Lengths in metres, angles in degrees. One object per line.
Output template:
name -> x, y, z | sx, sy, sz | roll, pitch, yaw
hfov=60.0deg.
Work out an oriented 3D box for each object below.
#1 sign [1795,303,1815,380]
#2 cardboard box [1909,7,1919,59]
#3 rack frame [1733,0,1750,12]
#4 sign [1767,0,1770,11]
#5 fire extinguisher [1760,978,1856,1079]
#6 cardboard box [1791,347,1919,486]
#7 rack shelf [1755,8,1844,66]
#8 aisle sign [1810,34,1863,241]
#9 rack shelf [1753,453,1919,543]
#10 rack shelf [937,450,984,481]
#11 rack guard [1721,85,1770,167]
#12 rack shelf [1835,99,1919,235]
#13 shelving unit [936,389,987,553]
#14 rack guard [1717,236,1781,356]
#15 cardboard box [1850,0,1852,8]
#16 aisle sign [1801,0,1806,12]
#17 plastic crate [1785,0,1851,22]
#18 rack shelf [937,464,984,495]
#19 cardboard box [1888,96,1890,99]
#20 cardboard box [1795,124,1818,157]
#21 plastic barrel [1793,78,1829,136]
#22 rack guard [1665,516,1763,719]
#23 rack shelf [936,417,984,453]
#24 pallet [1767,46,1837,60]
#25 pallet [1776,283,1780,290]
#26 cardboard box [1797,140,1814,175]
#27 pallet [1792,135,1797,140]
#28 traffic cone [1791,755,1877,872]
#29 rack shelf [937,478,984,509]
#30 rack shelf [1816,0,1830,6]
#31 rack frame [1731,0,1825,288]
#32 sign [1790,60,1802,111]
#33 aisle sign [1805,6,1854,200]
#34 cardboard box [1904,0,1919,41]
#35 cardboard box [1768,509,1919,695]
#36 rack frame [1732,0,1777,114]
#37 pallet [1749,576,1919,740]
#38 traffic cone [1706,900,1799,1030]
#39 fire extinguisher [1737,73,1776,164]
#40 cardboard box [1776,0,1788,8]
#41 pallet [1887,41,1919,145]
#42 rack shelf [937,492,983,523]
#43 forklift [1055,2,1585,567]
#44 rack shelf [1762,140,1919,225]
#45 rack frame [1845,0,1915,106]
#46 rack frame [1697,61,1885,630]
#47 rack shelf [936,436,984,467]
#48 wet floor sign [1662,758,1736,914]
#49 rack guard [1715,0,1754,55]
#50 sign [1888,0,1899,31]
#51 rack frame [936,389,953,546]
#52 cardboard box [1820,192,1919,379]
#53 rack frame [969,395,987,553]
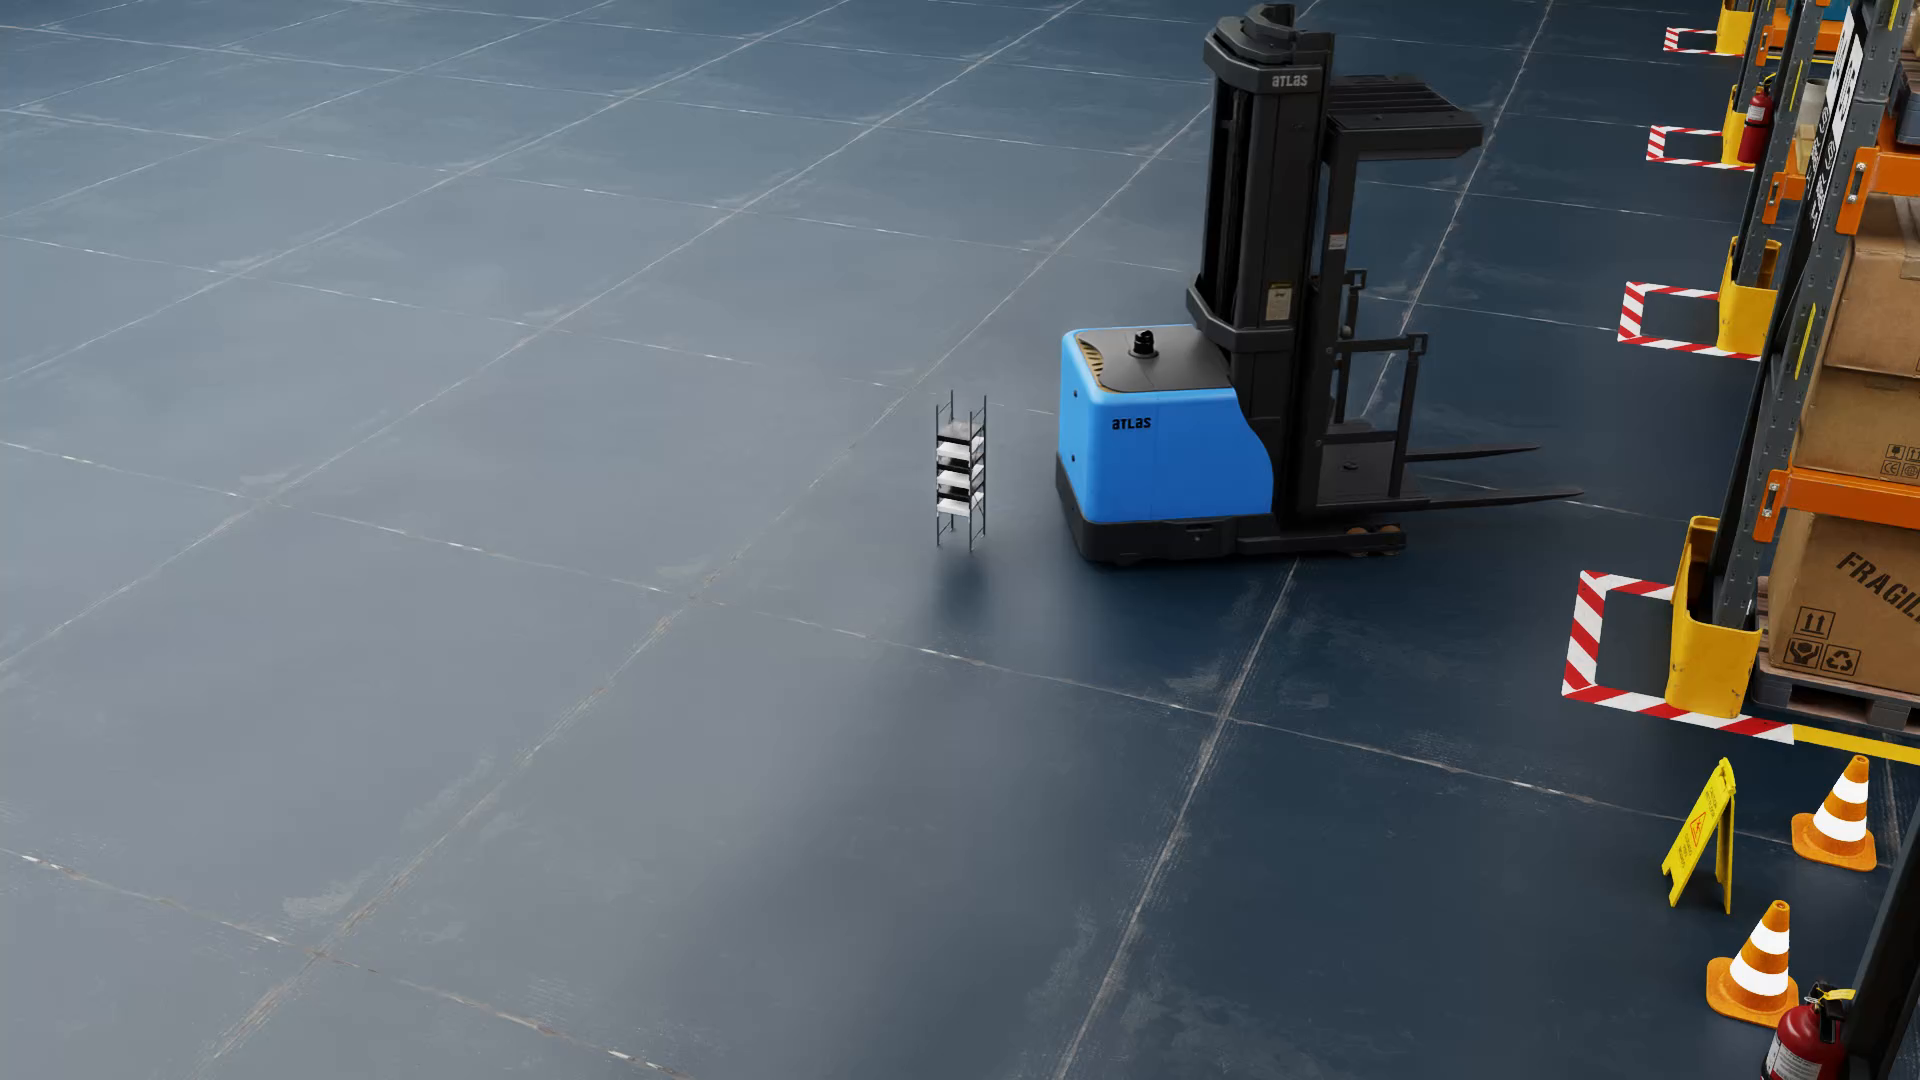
sign -> 3.698, -0.867, 7.276 | 0.005, 0.325, 0.100 | 11, 31, 19
cardboard box -> 4.348, -2.224, 7.314 | 0.250, 0.149, 0.380 | 11, 31, 19
rack frame -> 9.598, -7.467, 19.912 | 0.127, 3.000, 1.000 | 11, 31, 19
sign -> 7.522, -5.080, 15.407 | 0.005, 0.325, 0.100 | 11, 31, 19
fire extinguisher -> 2.212, 1.370, 4.356 | 0.183, 0.674, 0.296 | 11, 31, 19
cardboard box -> 4.273, -0.725, 7.832 | 0.550, 0.550, 0.875 | 11, 31, 19
rack shelf -> 9.586, -4.526, 15.440 | 4.000, 0.370, 1.077 | 11, 31, 19
aisle sign -> 3.734, -1.716, 7.095 | 0.004, 0.787, 0.394 | 11, 31, 19
rack shelf -> 5.765, -0.025, 7.476 | 4.000, 0.370, 1.077 | 11, 31, 19
rack shelf -> 0.008, -0.440, 9.498 | 0.200, 0.077, 0.258 | 11, 31, 19
rack guard -> 7.821, -4.128, 16.546 | 0.348, 0.500, 1.175 | 11, 31, 19
rack shelf -> 5.765, -1.331, 6.738 | 4.000, 0.370, 1.077 | 11, 31, 19
shelving unit -> 0.008, -0.390, 9.526 | 0.210, 0.900, 0.258 | 11, 31, 19
rack guard -> 5.941, -1.848, 12.512 | 0.348, 0.500, 1.175 | 11, 31, 19
cardboard box -> 6.473, -3.570, 11.598 | 0.500, 0.500, 0.500 | 11, 31, 19
aisle sign -> 5.700, -3.957, 11.061 | 0.004, 0.787, 0.394 | 11, 31, 19
plastic crate -> 8.309, -5.188, 16.032 | 0.616, 0.251, 0.499 | 11, 31, 19
rack shelf -> 0.008, -0.361, 9.542 | 0.200, 0.077, 0.258 | 11, 31, 19
cardboard box -> 6.370, -3.009, 11.622 | 0.500, 0.500, 0.875 | 11, 31, 19
cardboard box -> 6.212, -2.883, 12.057 | 0.250, 0.149, 0.380 | 11, 31, 19
plastic barrel -> 8.371, -4.222, 16.273 | 0.421, 0.512, 0.421 | 0, 29, 0
rack guard -> 3.890, 0.376, 8.577 | 0.348, 0.500, 1.175 | 11, 31, 19
rack shelf -> 0.008, -0.596, 9.409 | 0.200, 0.077, 0.258 | 11, 31, 19
pallet -> 10.323, -6.131, 20.382 | 1.213, 0.211, 1.003 | 11, 31, 19
pallet -> 6.680, -1.556, 12.289 | 1.213, 0.211, 1.003 | 11, 31, 19
cardboard box -> 6.045, -2.680, 11.698 | 0.250, 0.149, 0.380 | 11, 31, 19
pallet -> 8.572, -3.850, 16.347 | 1.213, 0.211, 1.003 | 11, 31, 19
traffic cone -> 3.870, 1.142, 7.259 | 0.334, 0.463, 0.336 | 11, 31, 19
rack shelf -> 0.008, -0.283, 9.587 | 0.200, 0.077, 0.258 | 11, 31, 19
rack shelf -> 7.724, -3.573, 10.706 | 4.000, 0.370, 1.077 | 11, 31, 19
rack frame -> 5.870, -2.951, 11.922 | 0.127, 3.000, 1.000 | 11, 31, 19
sign -> 5.667, -3.080, 11.271 | 0.005, 0.325, 0.100 | 11, 31, 19
aisle sign -> 3.959, -1.989, 7.579 | 0.004, 0.787, 0.394 | 11, 31, 19
cardboard box -> 6.278, -3.333, 11.178 | 0.500, 0.500, 0.500 | 11, 31, 19
cardboard box -> 4.565, 0.130, 8.205 | 0.875, 0.875, 0.875 | 11, 31, 19
rack frame -> 7.733, -5.209, 15.918 | 0.127, 3.000, 1.000 | 11, 31, 19
pallet -> 4.682, 0.618, 8.442 | 1.213, 0.211, 1.003 | 11, 31, 19
traffic cone -> 3.130, 1.595, 6.459 | 0.334, 0.463, 0.336 | 11, 31, 19
fire extinguisher -> 5.938, -3.148, 12.350 | 0.183, 0.674, 0.296 | 11, 31, 19
cardboard box -> 10.207, -6.816, 20.365 | 0.500, 0.500, 0.500 | 11, 31, 19
pallet -> 4.603, -1.843, 7.003 | 1.213, 0.211, 1.003 | 11, 31, 19
rack shelf -> 0.008, -0.205, 9.631 | 0.200, 0.077, 0.258 | 11, 31, 19
forklift -> 2.140, -1.434, 9.308 | 3.031, 2.935, 1.130 | -4, 30, -6
rack shelf -> 7.724, -2.268, 11.444 | 4.000, 0.370, 1.077 | 11, 31, 19
rack frame -> 3.912, -3.320, 6.478 | 0.127, 3.000, 1.000 | 11, 31, 19
rack frame -> 3.912, -0.708, 7.954 | 0.127, 3.000, 1.000 | 11, 31, 19
rack shelf -> 0.008, -0.518, 9.454 | 0.200, 0.077, 0.258 | 11, 31, 19
wet floor sign -> 3.141, 1.215, 6.945 | 0.232, 0.644, 0.267 | 6, 30, 11
rack guard -> 9.576, -6.383, 20.535 | 0.348, 0.500, 1.175 | 11, 31, 19
sign -> 3.698, -2.177, 6.536 | 0.005, 0.325, 0.100 | 11, 31, 19
rack frame -> -0.087, -0.409, 9.559 | 0.006, 0.900, 0.240 | 11, 31, 19
cardboard box -> 4.241, -1.157, 7.499 | 0.550, 0.550, 0.875 | 11, 31, 19
rack frame -> 0.102, -0.371, 9.493 | 0.006, 0.900, 0.240 | 11, 31, 19
